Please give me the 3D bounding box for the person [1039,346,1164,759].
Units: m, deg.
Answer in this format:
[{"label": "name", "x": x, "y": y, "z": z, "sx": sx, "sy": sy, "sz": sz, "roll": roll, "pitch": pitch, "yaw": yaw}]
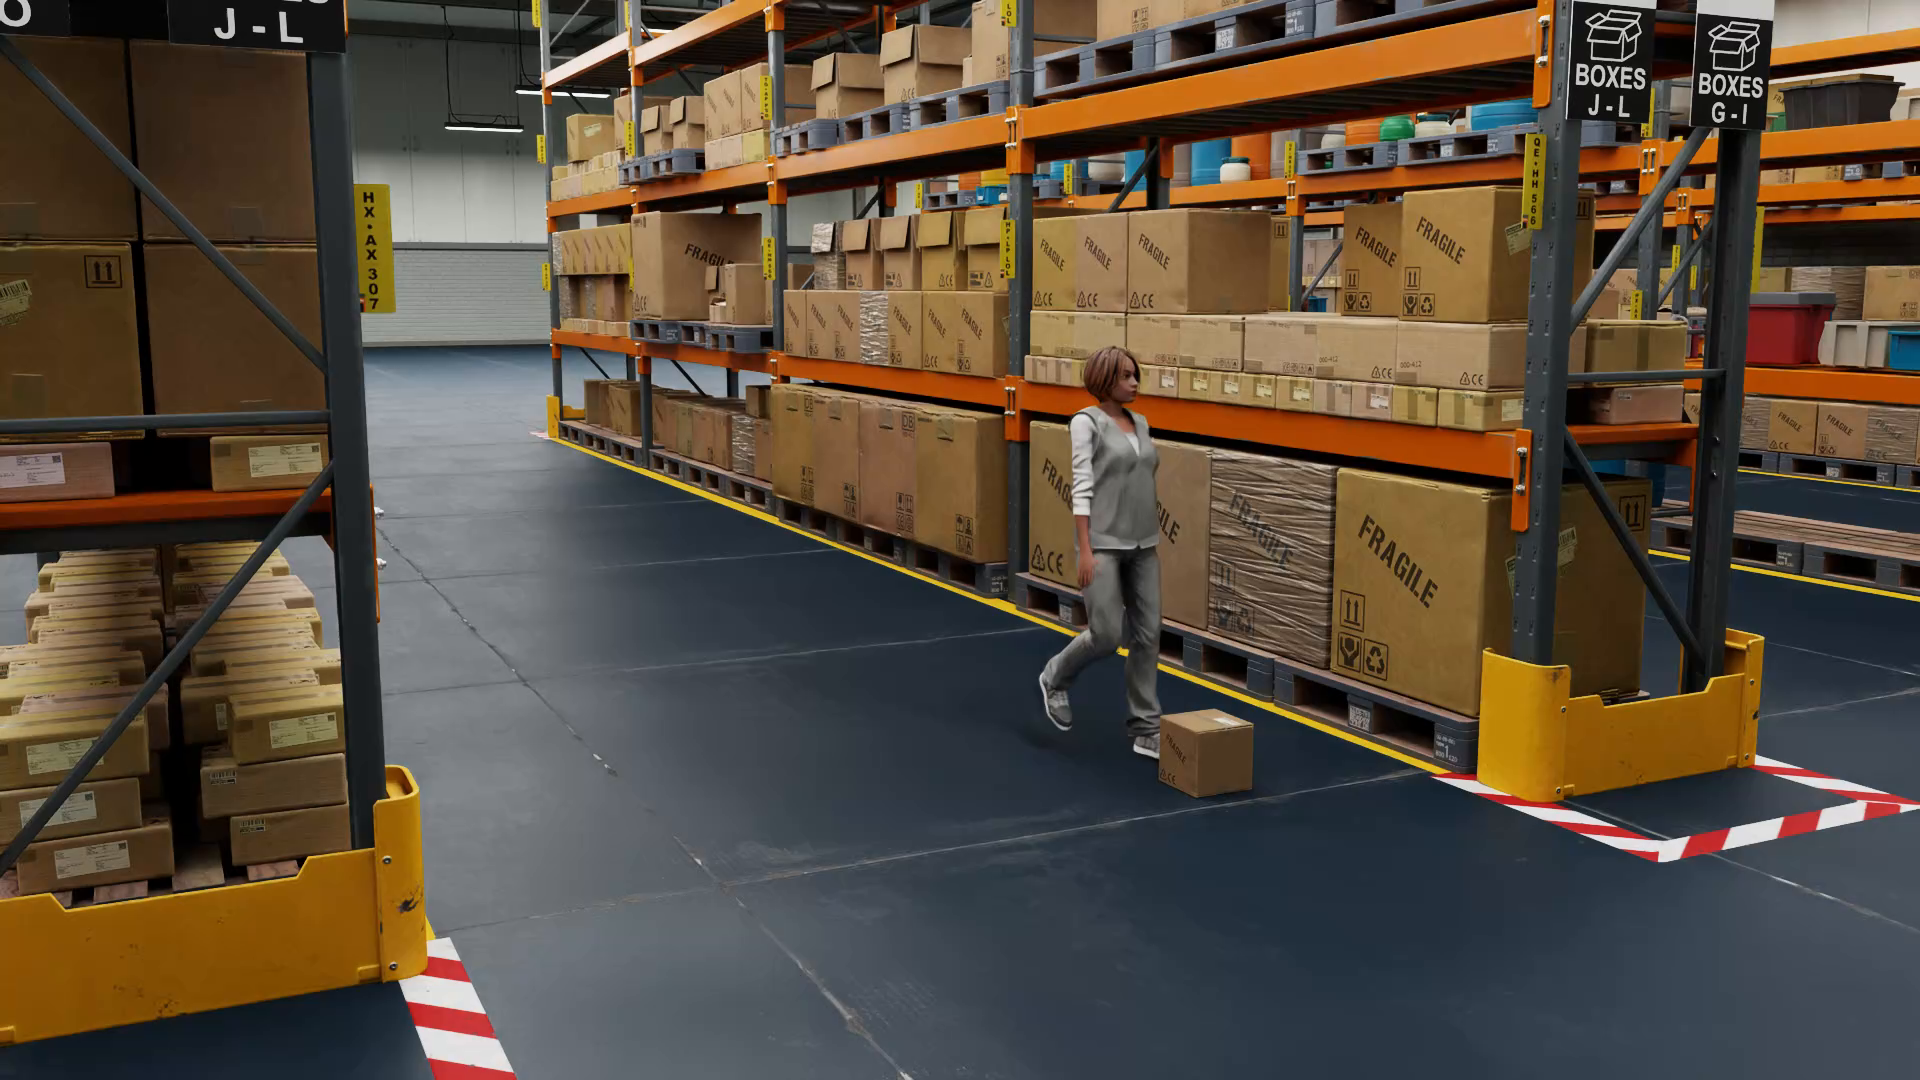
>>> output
[{"label": "person", "x": 0.616, "y": 0.048, "z": 6.449, "sx": 0.440, "sy": 1.589, "sz": 0.646, "roll": -6, "pitch": 11, "yaw": -35}]
